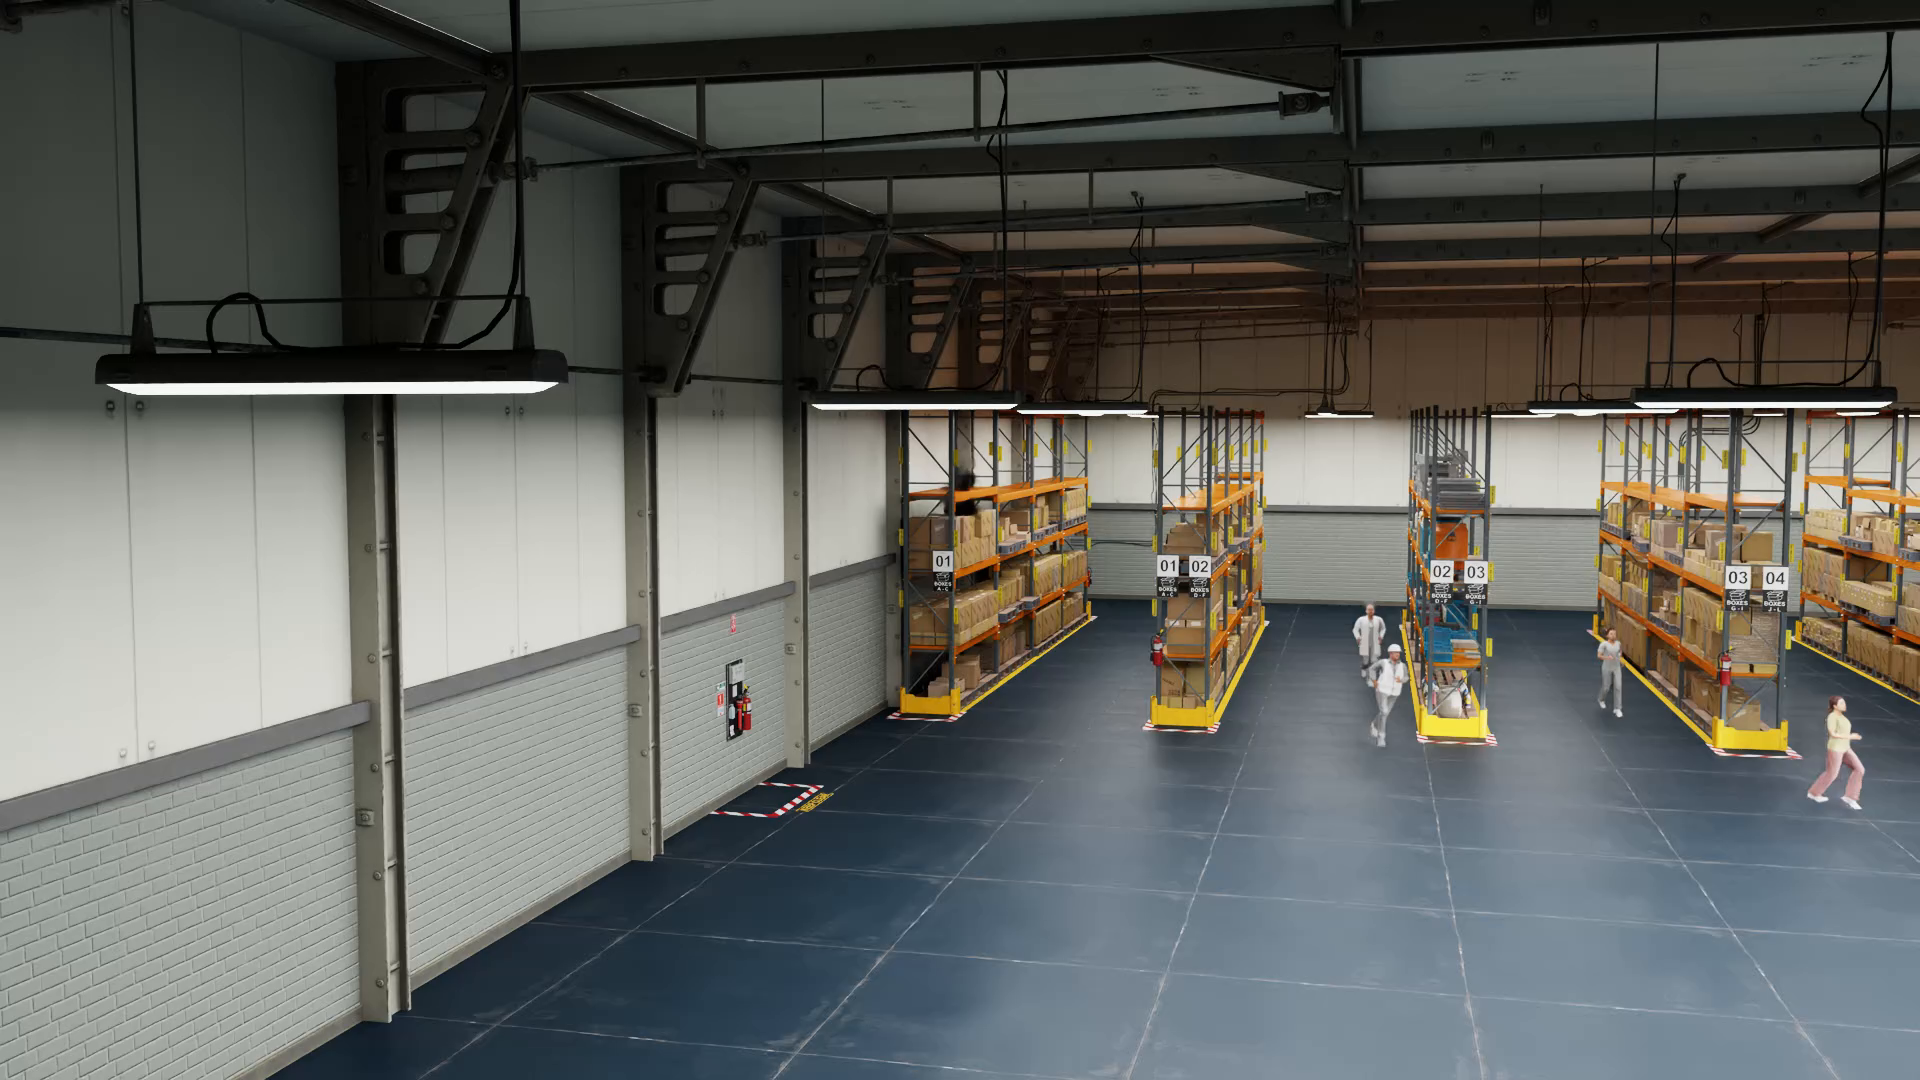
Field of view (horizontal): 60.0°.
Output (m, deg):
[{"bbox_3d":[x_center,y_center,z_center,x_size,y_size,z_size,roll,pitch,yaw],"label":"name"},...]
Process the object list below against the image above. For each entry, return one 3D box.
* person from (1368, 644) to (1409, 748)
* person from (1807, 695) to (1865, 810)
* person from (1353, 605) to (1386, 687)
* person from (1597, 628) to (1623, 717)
[{"bbox_3d":[7.624,2.731,29.590,0.698,1.779,0.875,-1,4,-11],"label":"person"},{"bbox_3d":[12.992,3.141,24.659,0.579,1.697,0.726,-4,5,-41],"label":"person"},{"bbox_3d":[8.895,2.274,36.080,0.711,1.743,0.756,0,4,6],"label":"person"},{"bbox_3d":[12.674,2.541,32.386,0.565,1.674,0.950,0,4,1],"label":"person"}]
